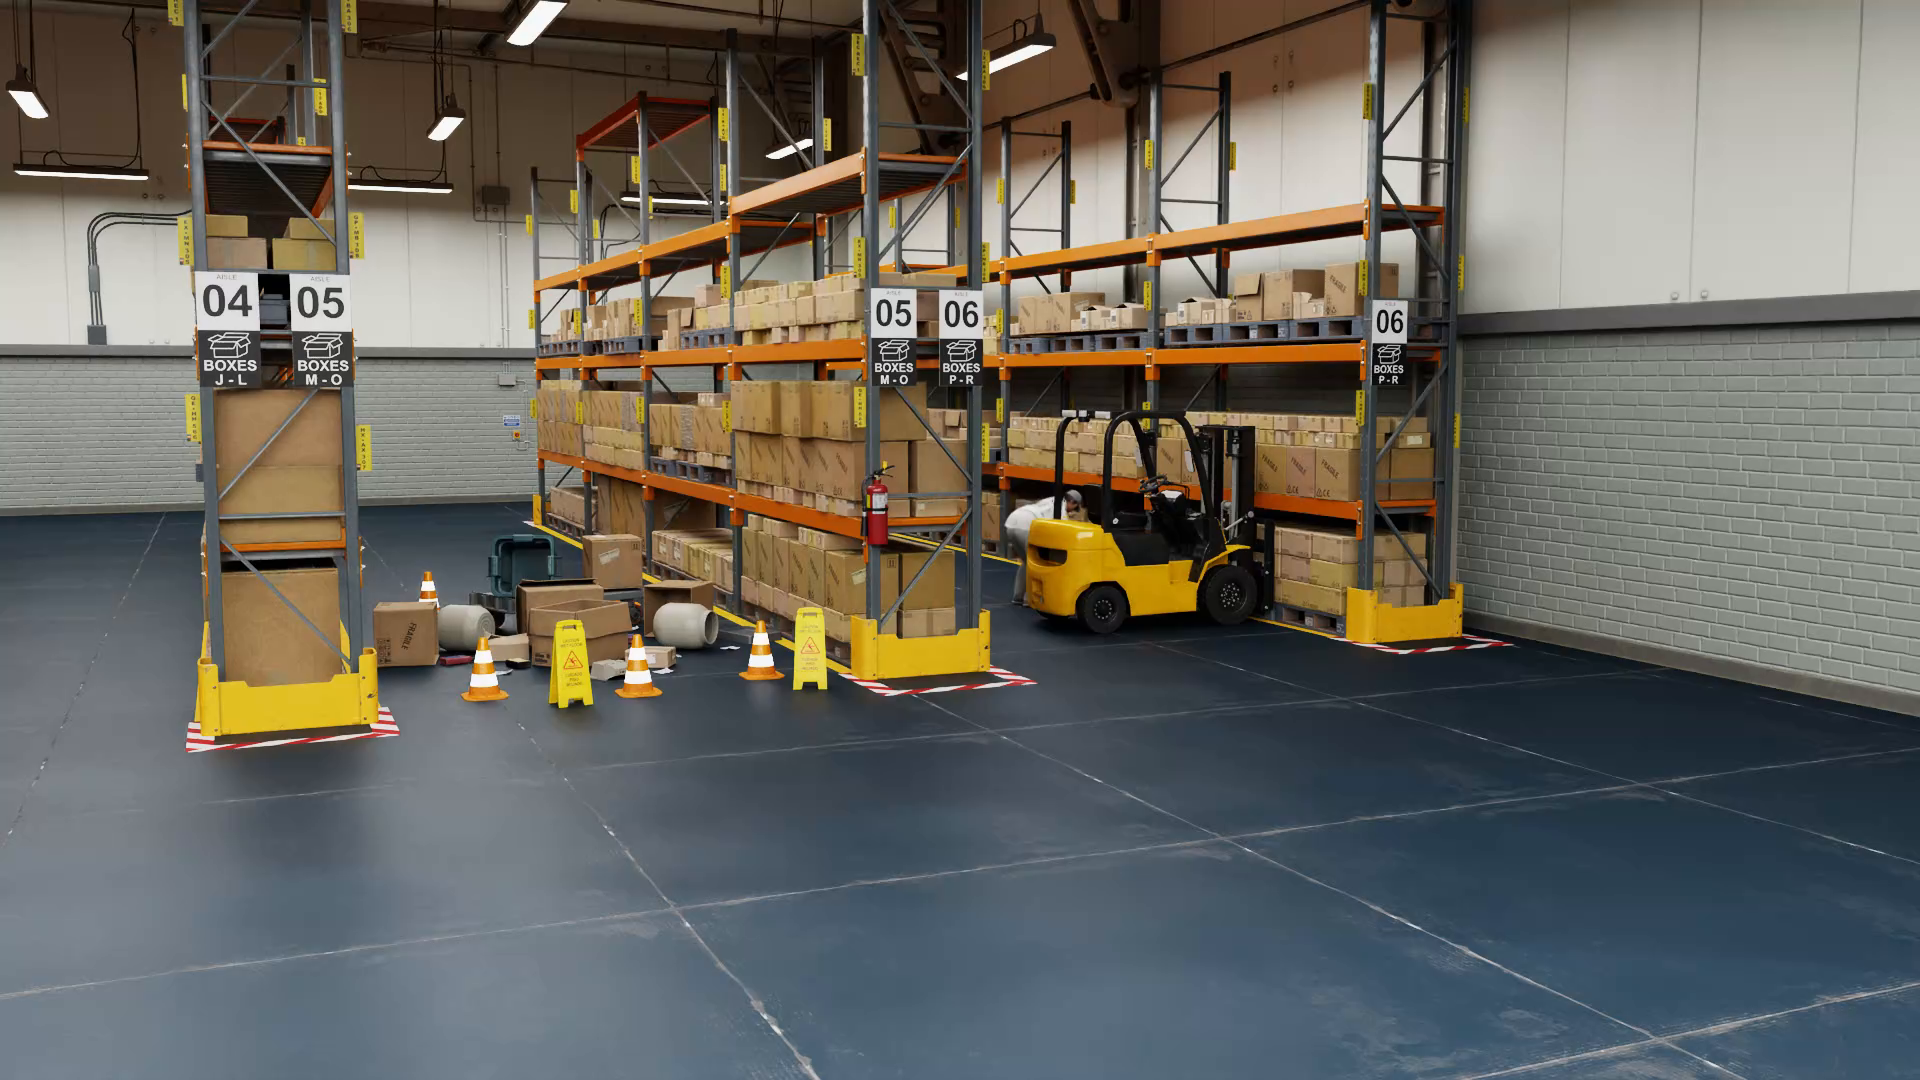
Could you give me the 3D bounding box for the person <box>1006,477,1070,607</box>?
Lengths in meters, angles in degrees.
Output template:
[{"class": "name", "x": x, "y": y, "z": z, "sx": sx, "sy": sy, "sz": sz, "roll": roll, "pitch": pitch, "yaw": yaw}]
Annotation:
[{"class": "person", "x": 0.879, "y": 0.015, "z": 18.203, "sx": 0.753, "sy": 1.411, "sz": 0.456, "roll": -3, "pitch": 6, "yaw": -25}]
